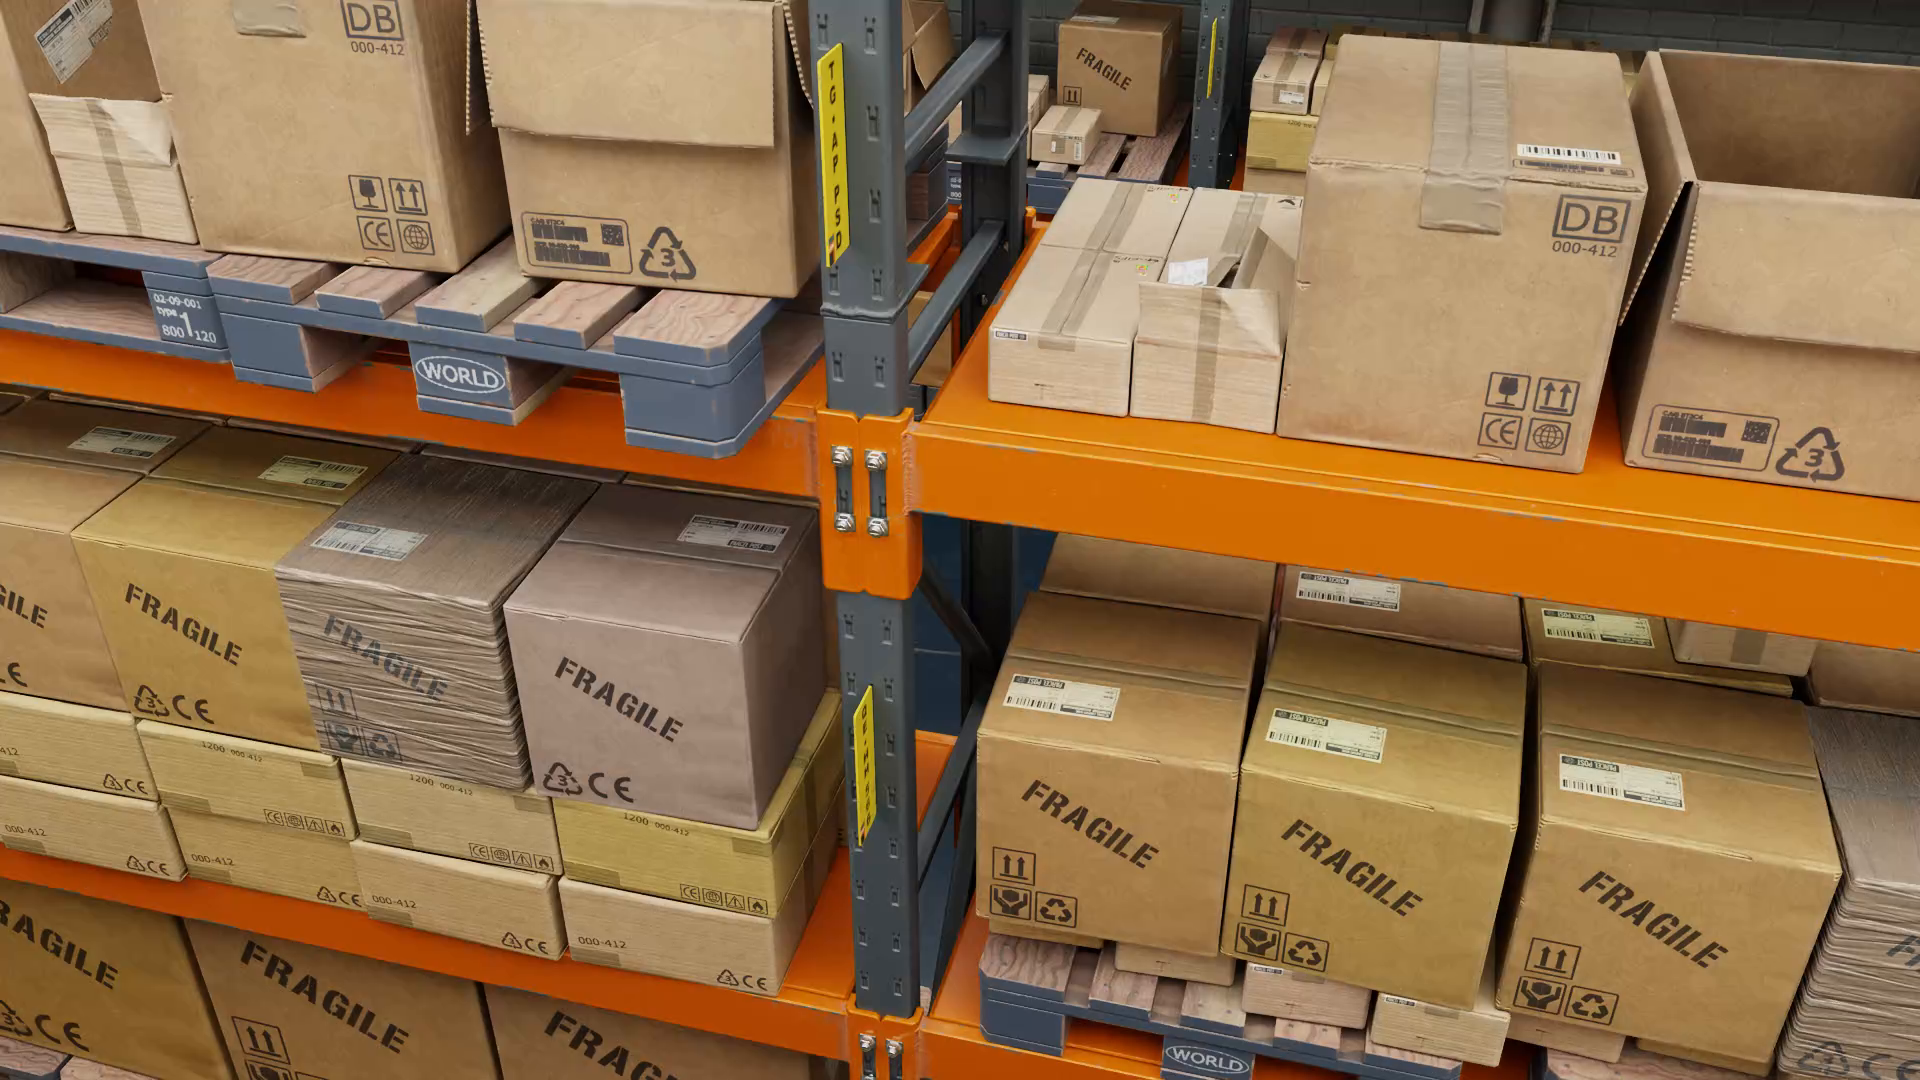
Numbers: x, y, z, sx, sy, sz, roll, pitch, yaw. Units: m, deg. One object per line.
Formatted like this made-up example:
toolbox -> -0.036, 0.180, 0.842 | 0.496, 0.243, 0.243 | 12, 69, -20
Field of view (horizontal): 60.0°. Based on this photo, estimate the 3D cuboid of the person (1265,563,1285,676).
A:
person -> 0.925, 0.216, 5.747 | 0.654, 1.783, 0.615 | -18, 36, -25
